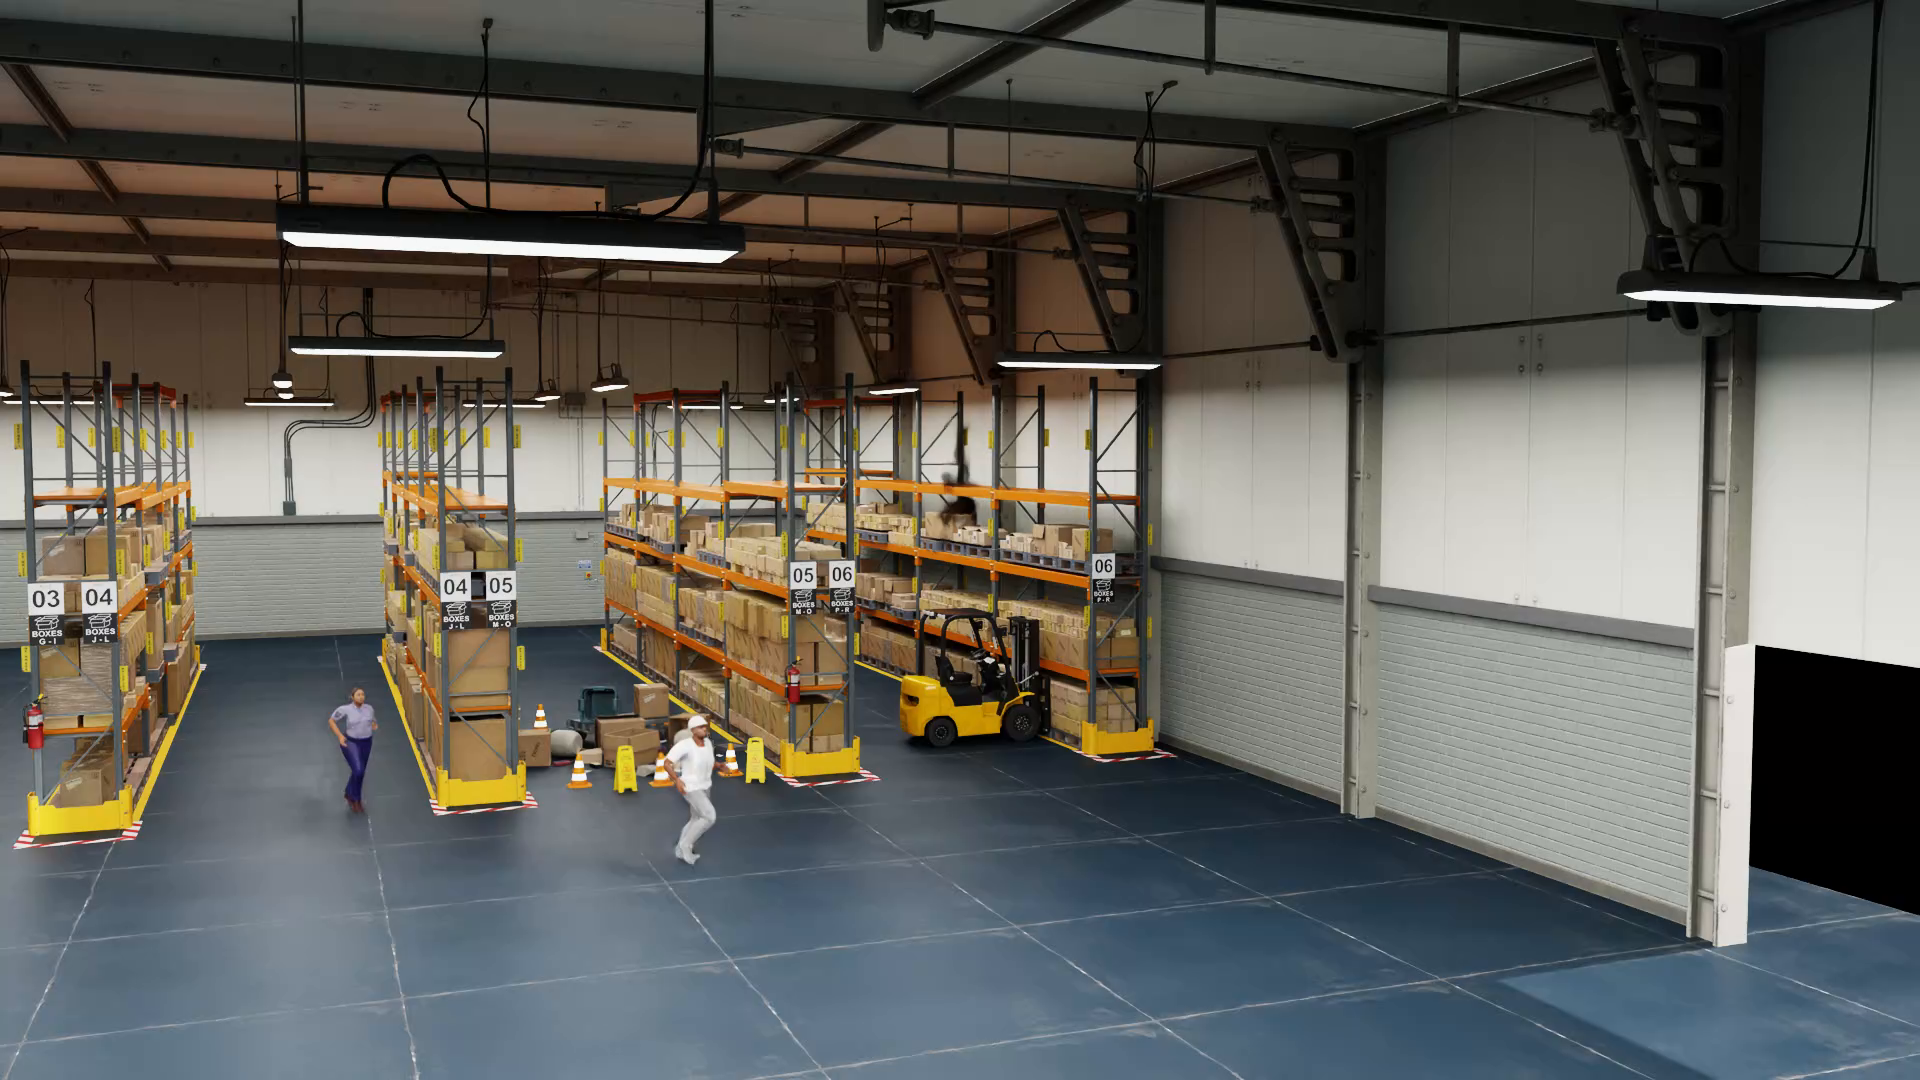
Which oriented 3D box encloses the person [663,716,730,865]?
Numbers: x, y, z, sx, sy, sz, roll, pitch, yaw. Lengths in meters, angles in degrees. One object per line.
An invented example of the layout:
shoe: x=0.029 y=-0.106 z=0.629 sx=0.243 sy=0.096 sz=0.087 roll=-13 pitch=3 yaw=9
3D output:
person: x=-3.072 y=2.946 z=19.669 sx=0.664 sy=1.753 sz=0.670 roll=2 pitch=4 yaw=24

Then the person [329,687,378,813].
person: x=-8.162 y=2.839 z=22.544 sx=0.723 sy=1.708 sz=0.584 roll=3 pitch=4 yaw=36
